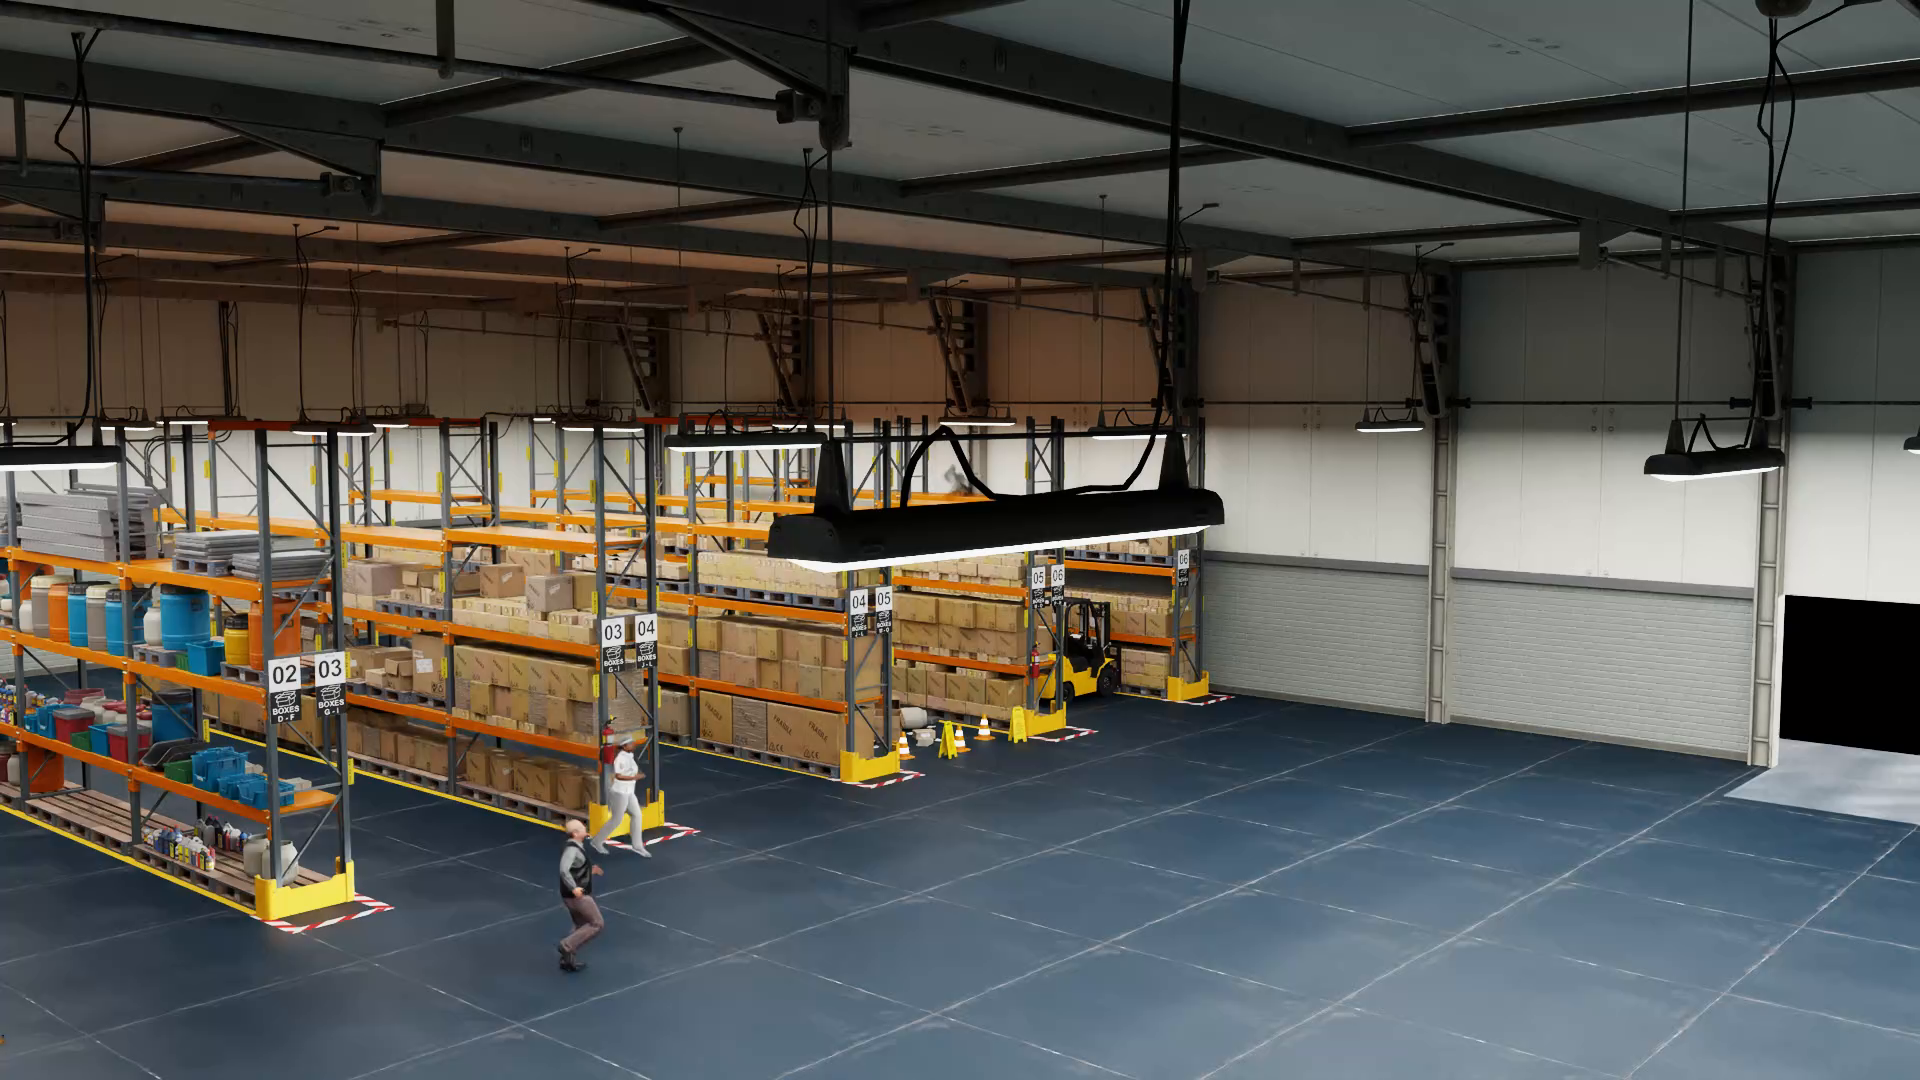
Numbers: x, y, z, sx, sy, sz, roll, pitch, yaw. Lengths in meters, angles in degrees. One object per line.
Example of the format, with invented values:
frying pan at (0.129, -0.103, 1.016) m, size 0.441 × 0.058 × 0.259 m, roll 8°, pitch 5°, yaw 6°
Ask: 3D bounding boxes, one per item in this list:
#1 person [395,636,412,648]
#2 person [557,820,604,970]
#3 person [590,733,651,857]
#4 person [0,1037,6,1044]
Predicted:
person at (-13.515, 2.174, 40.484) m, size 0.547 × 1.632 × 0.848 m, roll 4°, pitch 6°, yaw 43°
person at (-4.230, 3.946, 18.503) m, size 0.542 × 1.694 × 0.701 m, roll -2°, pitch 5°, yaw -18°
person at (-4.723, 3.556, 23.226) m, size 0.835 × 1.732 × 0.588 m, roll 0°, pitch 5°, yaw 4°
person at (-9.796, 4.094, 16.182) m, size 0.826 × 1.765 × 0.676 m, roll -1°, pitch 5°, yaw -17°
